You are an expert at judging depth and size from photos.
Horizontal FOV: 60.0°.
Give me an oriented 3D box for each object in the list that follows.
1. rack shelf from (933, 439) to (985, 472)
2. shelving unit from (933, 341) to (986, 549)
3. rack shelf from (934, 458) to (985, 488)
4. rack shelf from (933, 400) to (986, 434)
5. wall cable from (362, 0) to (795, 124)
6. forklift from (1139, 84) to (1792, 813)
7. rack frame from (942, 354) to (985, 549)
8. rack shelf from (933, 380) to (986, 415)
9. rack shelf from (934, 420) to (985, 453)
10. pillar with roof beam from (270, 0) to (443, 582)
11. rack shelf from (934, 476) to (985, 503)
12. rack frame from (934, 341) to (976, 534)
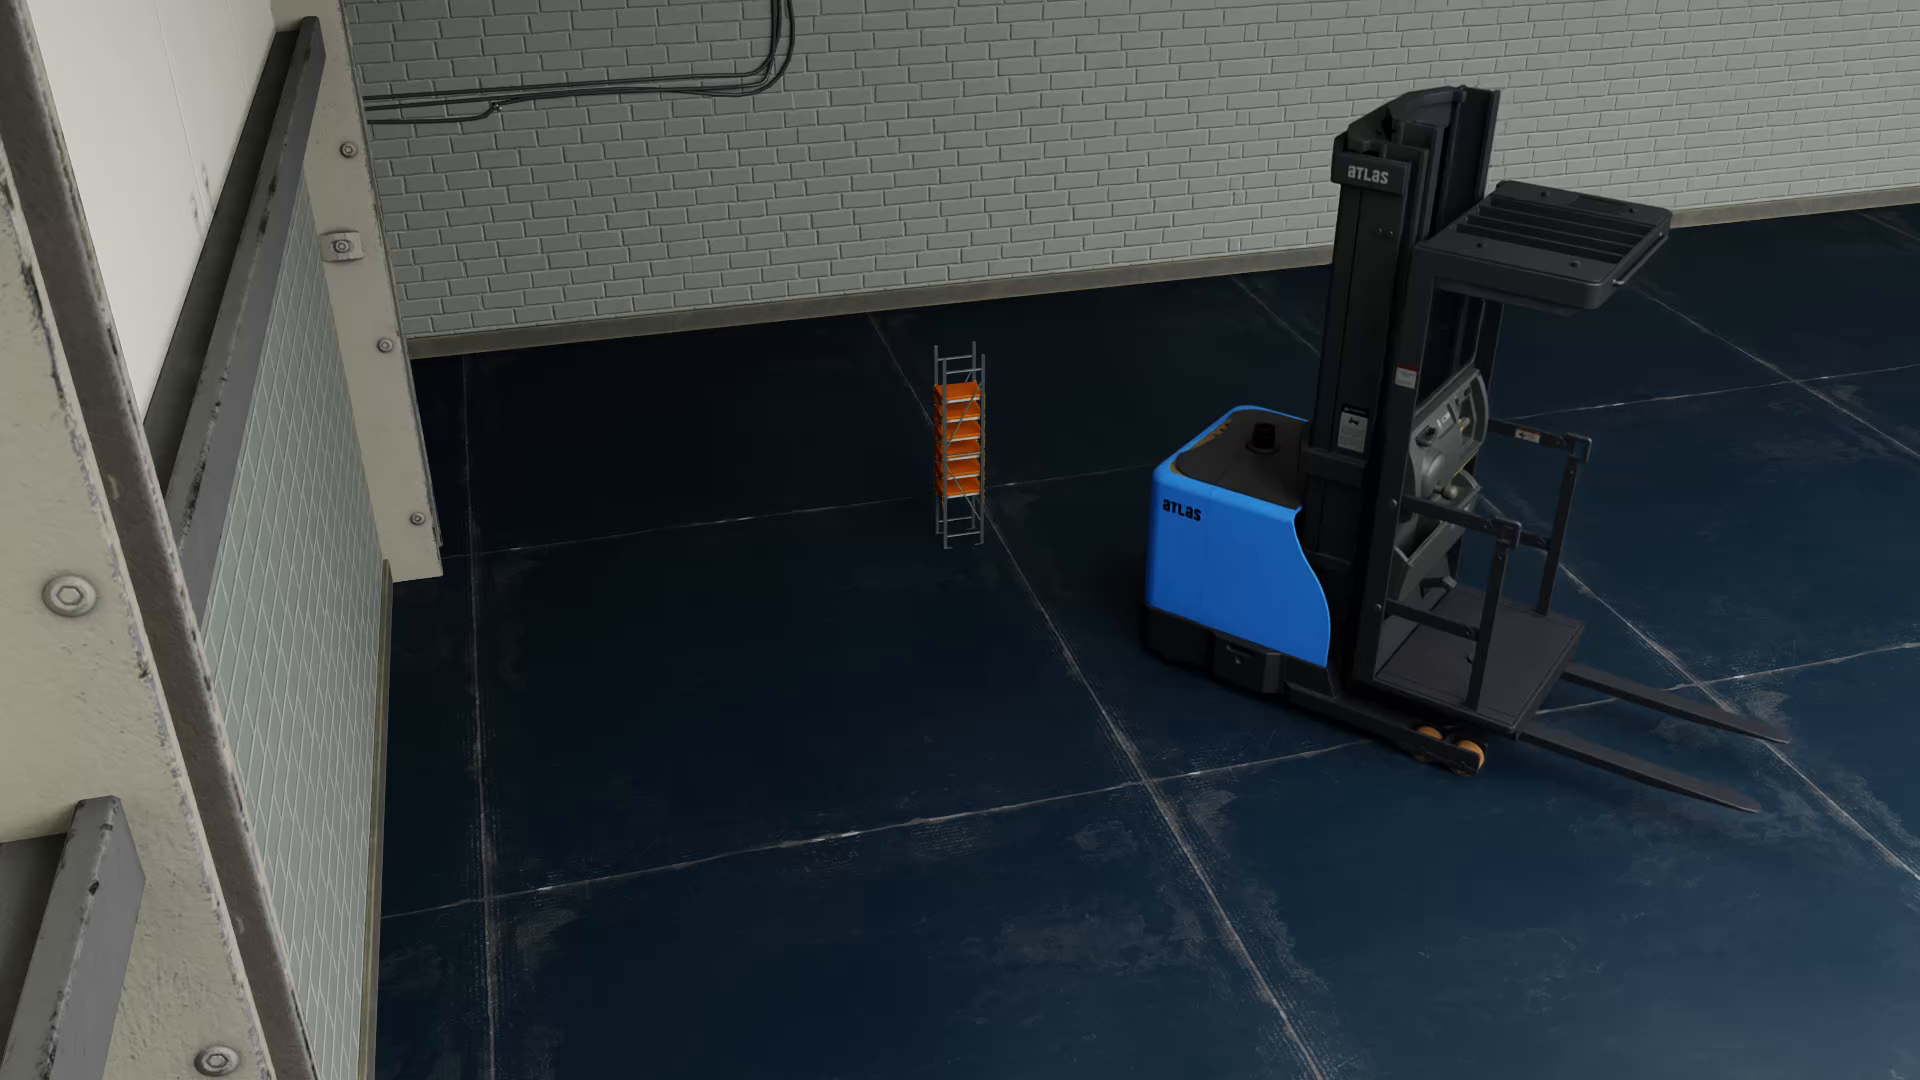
[{"bbox_3d":[-0.004,-0.488,9.484,0.258,0.103,0.180,-8,31,-13],"label":"rack shelf"},{"bbox_3d":[-0.004,-0.526,9.462,0.258,1.200,0.189,-8,31,-13],"label":"shelving unit"},{"bbox_3d":[-0.004,-0.384,9.544,0.258,0.103,0.180,-8,31,-13],"label":"rack shelf"},{"bbox_3d":[-0.004,-0.696,9.364,0.258,0.103,0.180,-8,31,-13],"label":"rack shelf"},{"bbox_3d":[-2.632,-4.023,10.817,3.097,2.526,0.112,-8,31,-13],"label":"wall cable"},{"bbox_3d":[2.435,-0.459,7.618,3.031,2.935,1.130,19,35,30],"label":"forklift"},{"bbox_3d":[0.020,-0.482,9.385,0.240,1.200,0.006,-8,31,-13],"label":"rack frame"},{"bbox_3d":[-0.004,-0.799,9.303,0.258,0.103,0.180,-8,31,-13],"label":"rack shelf"},{"bbox_3d":[-0.004,-0.592,9.424,0.258,0.103,0.180,-8,31,-13],"label":"rack shelf"},{"bbox_3d":[1.026,-4.341,8.266,9.100,9.000,0.400,-8,31,-13],"label":"pillar with roof beam"},{"bbox_3d":[-0.004,-0.280,9.604,0.258,0.103,0.180,-8,31,-13],"label":"rack shelf"},{"bbox_3d":[-0.028,-0.570,9.538,0.240,1.200,0.006,-8,31,-13],"label":"rack frame"}]
